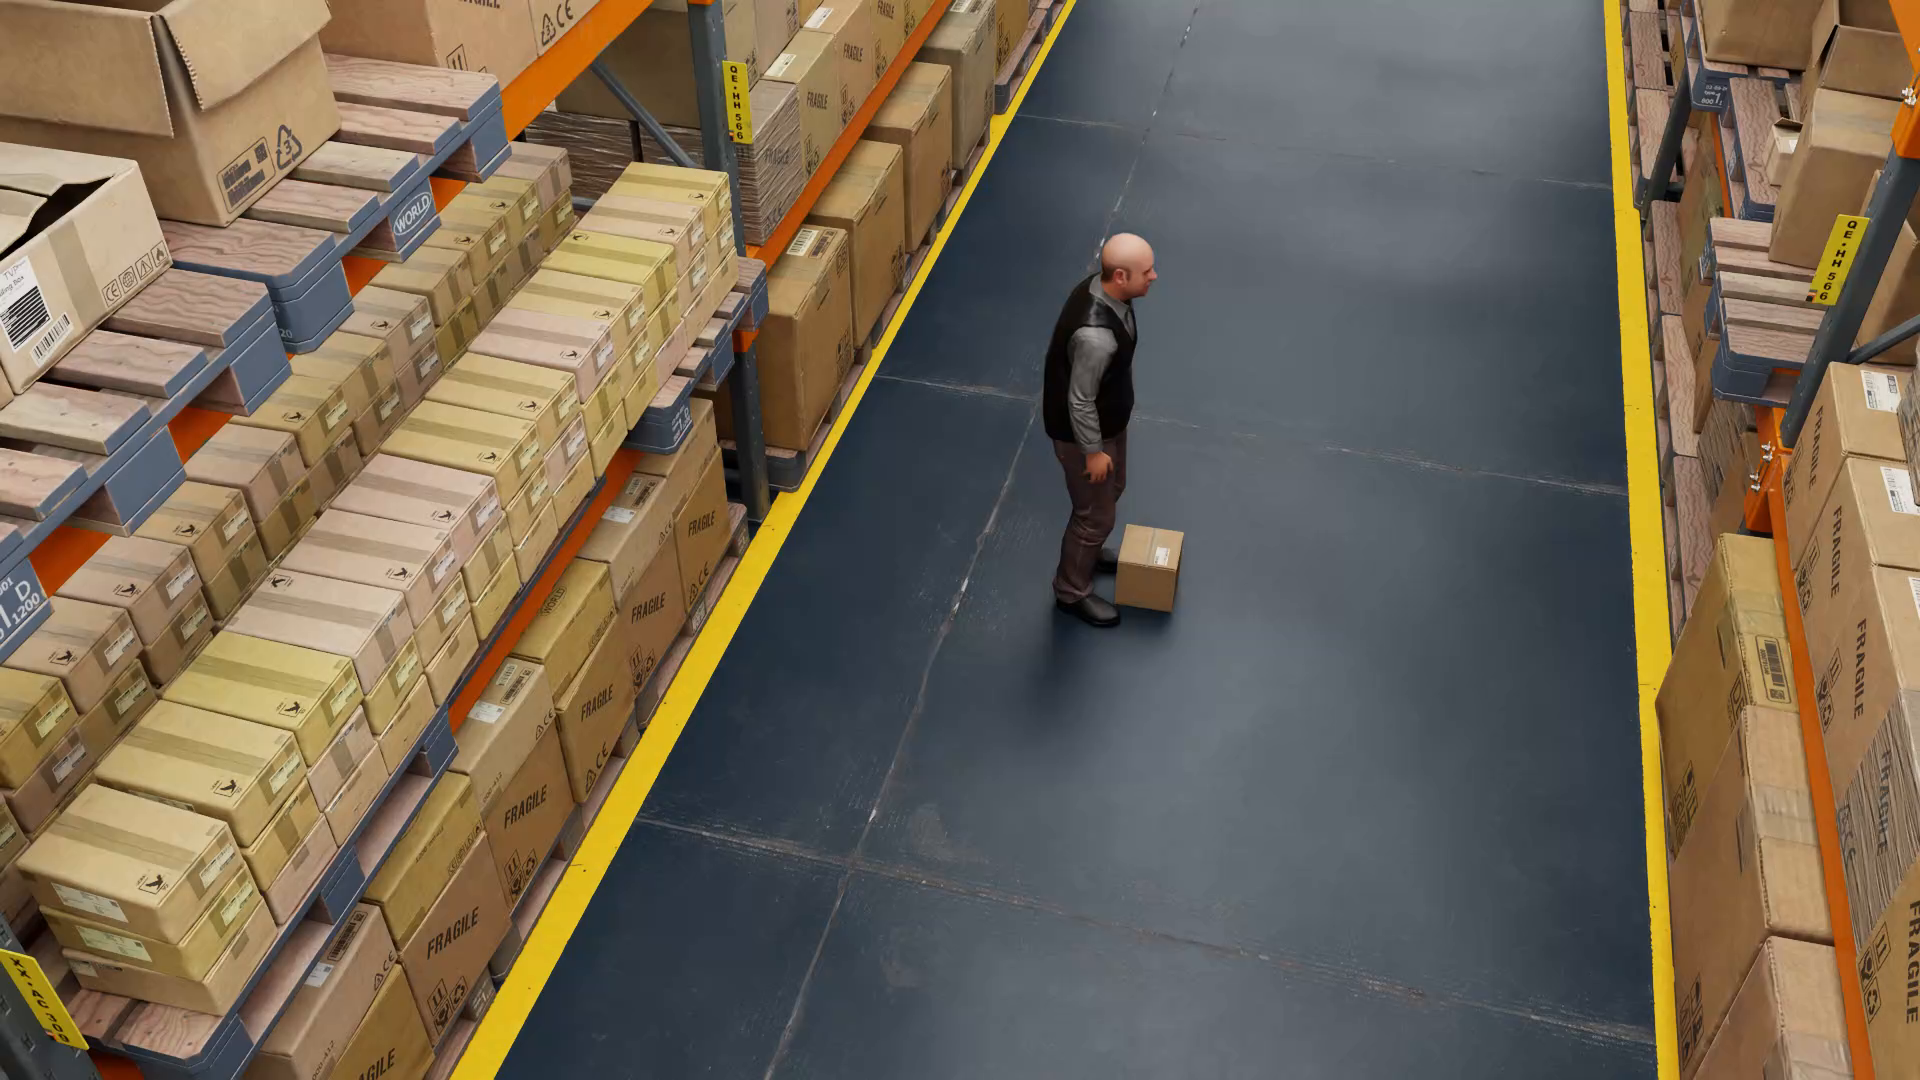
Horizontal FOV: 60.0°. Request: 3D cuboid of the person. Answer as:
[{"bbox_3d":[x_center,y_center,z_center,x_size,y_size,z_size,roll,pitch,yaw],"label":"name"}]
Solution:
[{"bbox_3d":[0.541,-0.476,6.728,0.415,1.721,0.580,10,42,11],"label":"person"}]
